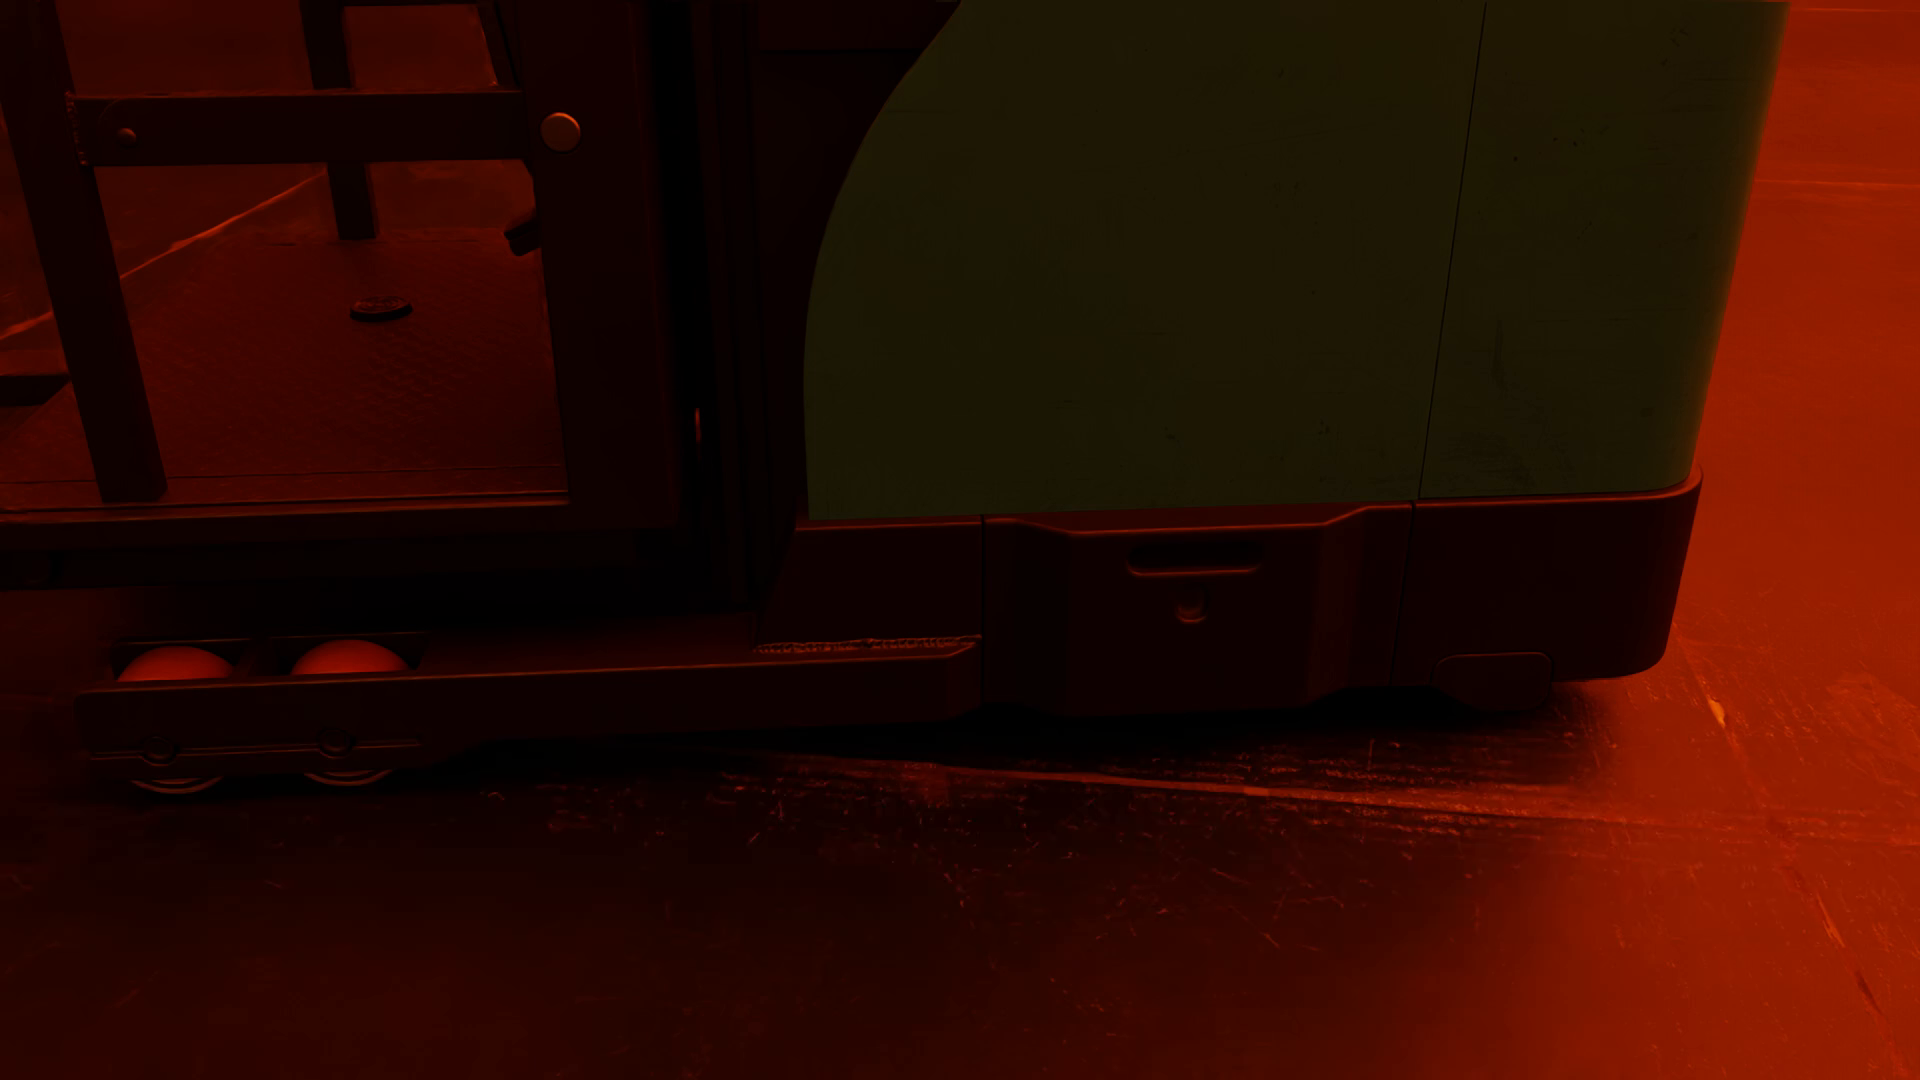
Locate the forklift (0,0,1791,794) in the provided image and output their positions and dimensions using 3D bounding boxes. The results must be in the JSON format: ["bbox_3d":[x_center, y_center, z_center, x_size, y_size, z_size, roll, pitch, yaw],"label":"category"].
[{"bbox_3d":[-0.660,-1.265,1.753,3.031,2.935,1.130,-2,27,-4],"label":"forklift"}]
